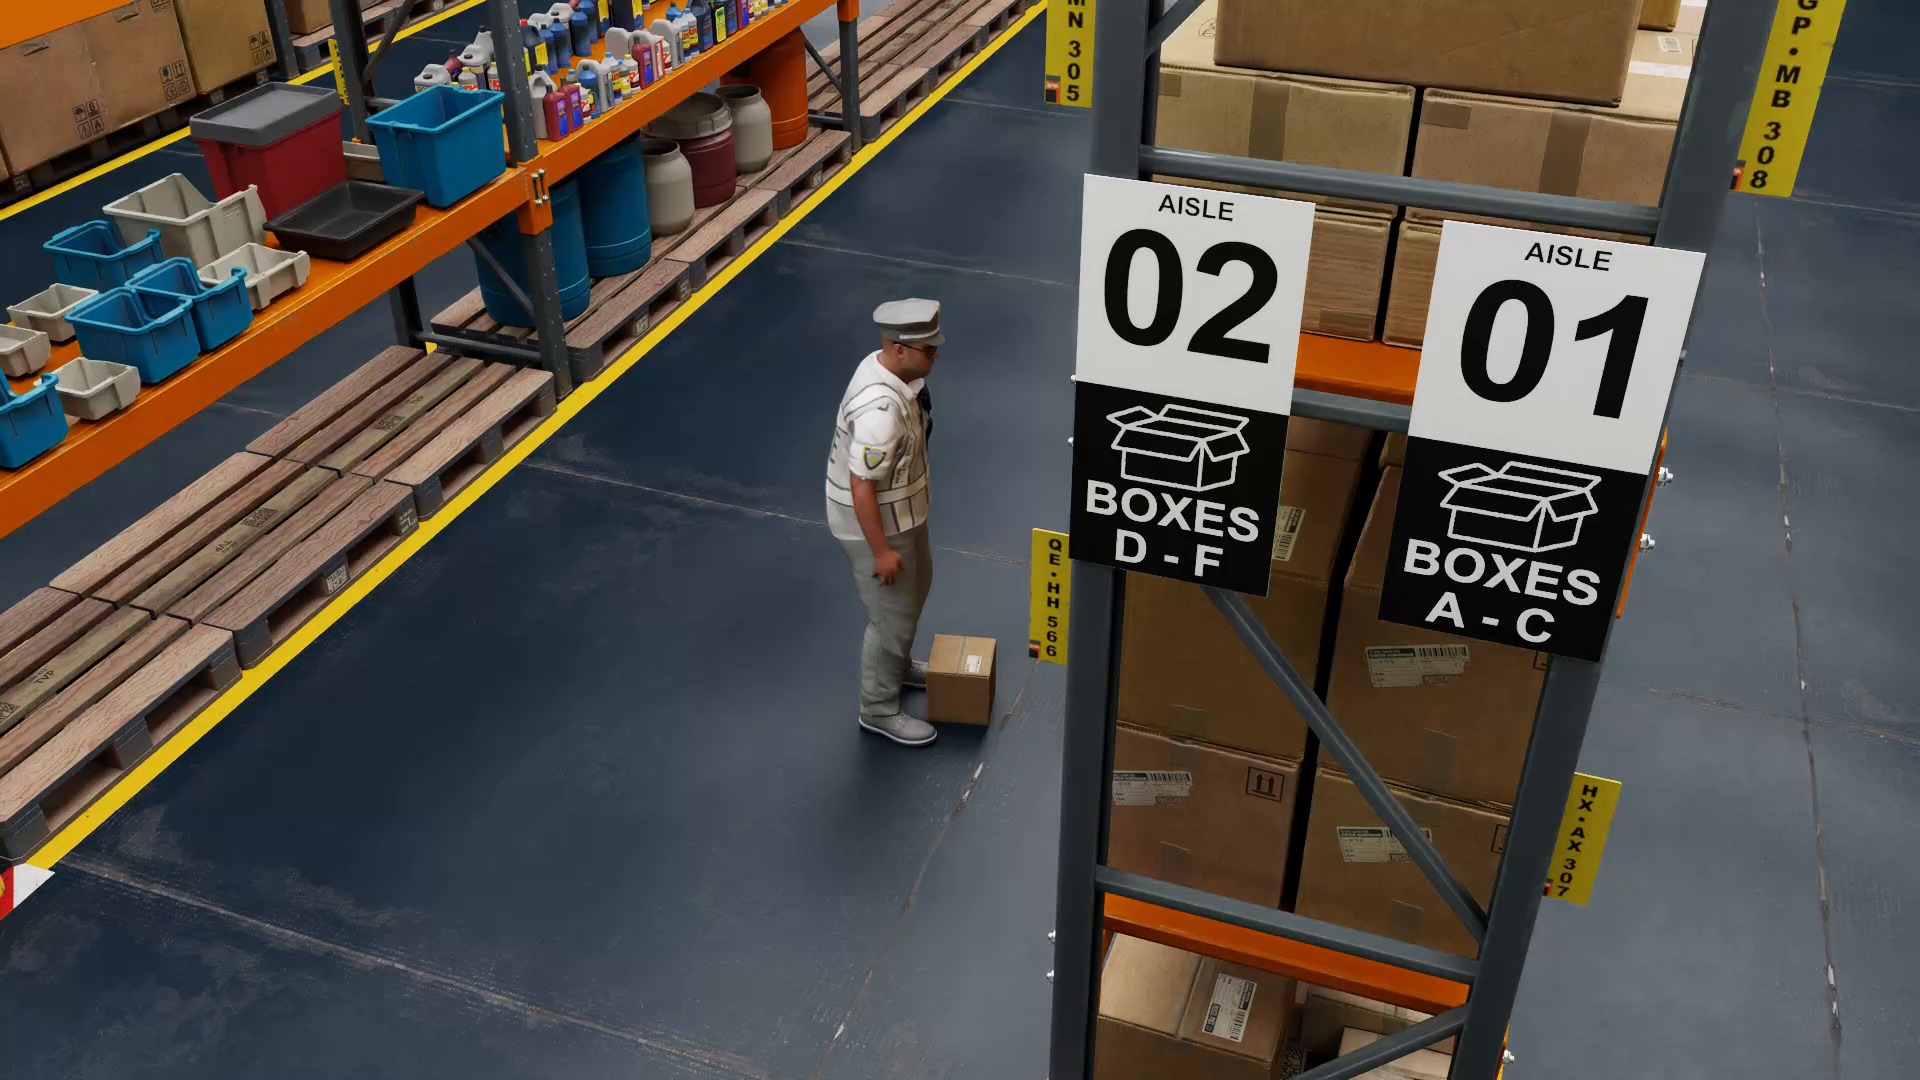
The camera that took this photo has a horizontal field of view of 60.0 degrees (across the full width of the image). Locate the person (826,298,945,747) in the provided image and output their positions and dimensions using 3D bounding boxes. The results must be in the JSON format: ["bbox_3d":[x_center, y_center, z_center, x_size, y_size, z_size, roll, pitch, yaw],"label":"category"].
[{"bbox_3d":[-0.268,-0.085,6.266,0.439,1.744,0.585,5,33,8],"label":"person"}]
